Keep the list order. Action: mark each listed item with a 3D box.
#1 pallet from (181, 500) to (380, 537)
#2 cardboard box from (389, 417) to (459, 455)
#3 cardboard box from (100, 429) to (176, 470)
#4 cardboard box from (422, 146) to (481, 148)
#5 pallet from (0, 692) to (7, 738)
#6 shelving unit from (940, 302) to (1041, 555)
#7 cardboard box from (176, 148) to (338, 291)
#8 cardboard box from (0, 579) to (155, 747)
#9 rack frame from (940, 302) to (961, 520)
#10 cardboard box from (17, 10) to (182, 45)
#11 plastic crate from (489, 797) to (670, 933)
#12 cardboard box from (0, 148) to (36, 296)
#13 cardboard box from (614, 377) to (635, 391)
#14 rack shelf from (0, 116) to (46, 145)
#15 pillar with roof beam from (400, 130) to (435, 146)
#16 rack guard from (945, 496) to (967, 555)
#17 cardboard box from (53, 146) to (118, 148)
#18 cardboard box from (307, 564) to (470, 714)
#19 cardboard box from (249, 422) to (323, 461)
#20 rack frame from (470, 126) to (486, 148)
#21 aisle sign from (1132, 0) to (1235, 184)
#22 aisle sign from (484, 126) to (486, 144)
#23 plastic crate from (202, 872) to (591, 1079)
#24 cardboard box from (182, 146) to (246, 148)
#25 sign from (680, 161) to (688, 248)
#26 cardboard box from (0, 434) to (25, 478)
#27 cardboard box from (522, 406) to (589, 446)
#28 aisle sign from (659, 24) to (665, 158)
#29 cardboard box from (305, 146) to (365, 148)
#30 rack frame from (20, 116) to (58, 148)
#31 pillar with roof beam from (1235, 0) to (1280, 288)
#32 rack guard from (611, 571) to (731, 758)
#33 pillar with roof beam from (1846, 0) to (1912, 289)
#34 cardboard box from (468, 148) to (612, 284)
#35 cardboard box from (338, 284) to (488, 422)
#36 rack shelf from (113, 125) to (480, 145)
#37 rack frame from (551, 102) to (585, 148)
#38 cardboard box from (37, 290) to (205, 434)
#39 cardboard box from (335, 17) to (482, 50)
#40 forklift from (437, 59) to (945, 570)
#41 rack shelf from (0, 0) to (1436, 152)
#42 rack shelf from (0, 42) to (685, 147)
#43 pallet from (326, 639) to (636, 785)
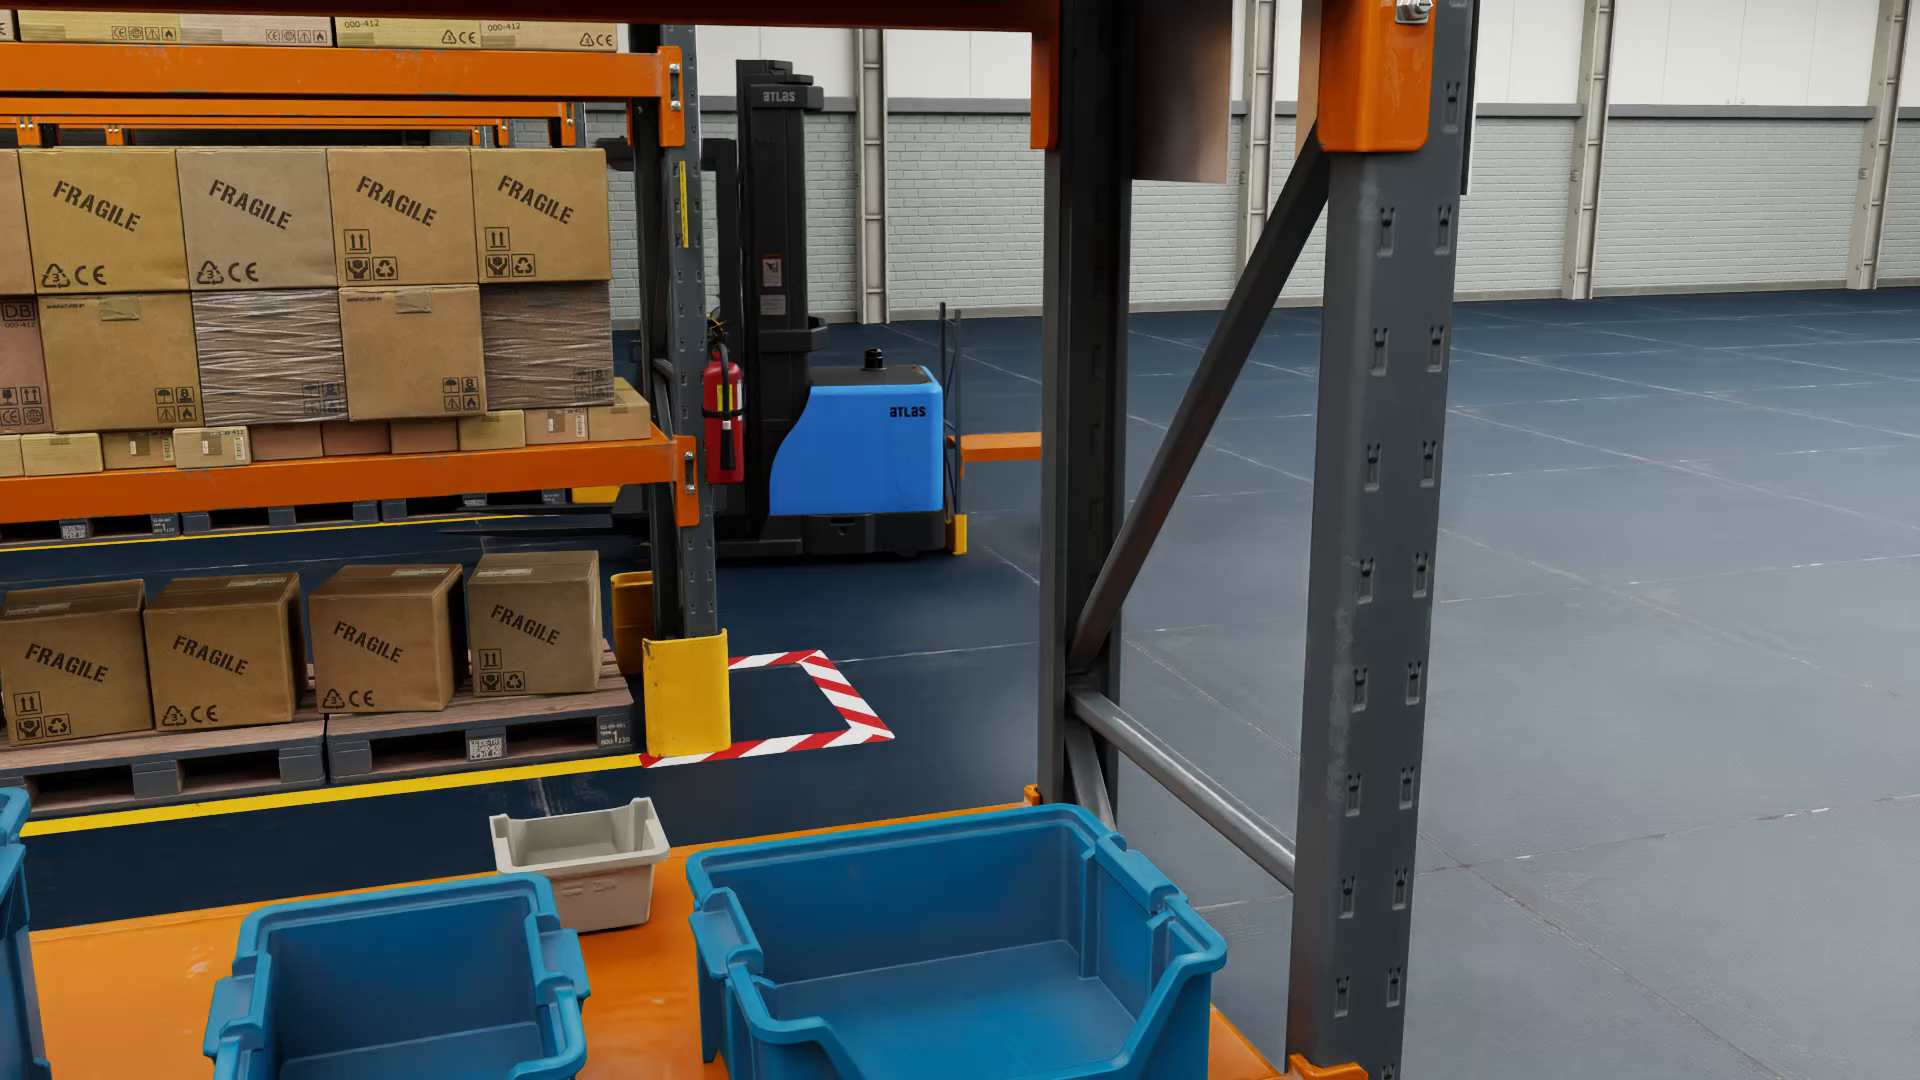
[{"bbox_3d":[-4.597,-0.275,11.343,1.213,0.211,1.003,-4,14,-18],"label":"pallet"},{"bbox_3d":[-2.128,-0.450,6.595,0.250,0.149,0.380,-4,14,-18],"label":"cardboard box"},{"bbox_3d":[-3.076,-0.376,6.285,0.250,0.149,0.380,-4,14,-18],"label":"cardboard box"},{"bbox_3d":[-4.799,-3.469,15.726,0.500,0.500,0.700,-5,14,-19],"label":"cardboard box"},{"bbox_3d":[-4.390,0.893,6.433,1.213,0.211,1.003,-4,14,-18],"label":"pallet"},{"bbox_3d":[0.427,-0.731,10.475,1.083,1.500,0.587,-3,14,-12],"label":"shelving unit"},{"bbox_3d":[-2.613,-1.212,6.237,0.500,0.500,0.500,-4,14,-18],"label":"cardboard box"},{"bbox_3d":[-3.520,0.478,6.647,0.500,0.500,0.500,-6,15,-23],"label":"cardboard box"},{"bbox_3d":[-0.060,-0.706,10.370,0.032,1.500,0.500,-3,14,-12],"label":"rack frame"},{"bbox_3d":[-3.036,-1.885,5.927,0.500,0.250,0.500,-5,14,-19],"label":"cardboard box"},{"bbox_3d":[-0.595,0.508,2.593,0.250,0.136,0.298,-4,14,-18],"label":"plastic crate"},{"bbox_3d":[-3.560,-1.138,5.924,0.500,0.500,0.500,-4,14,-18],"label":"cardboard box"},{"bbox_3d":[-1.570,-0.611,7.271,0.250,0.149,0.380,-4,14,-18],"label":"cardboard box"},{"bbox_3d":[-10.071,-3.542,14.122,4.000,0.370,1.077,-4,14,-18],"label":"rack shelf"},{"bbox_3d":[-5.546,-6.084,16.775,0.400,9.000,9.100,-4,14,-18],"label":"pillar with roof beam"},{"bbox_3d":[-0.059,-0.098,10.515,0.087,0.250,0.587,-3,14,-12],"label":"rack guard"},{"bbox_3d":[-7.690,-3.245,14.782,0.500,0.500,0.700,-5,14,-19],"label":"cardboard box"},{"bbox_3d":[-2.377,0.404,6.956,0.500,0.500,0.500,-1,13,-3],"label":"cardboard box"},{"bbox_3d":[-2.608,-0.417,6.458,0.250,0.149,0.380,-4,14,-18],"label":"cardboard box"},{"bbox_3d":[-5.971,-3.963,20.823,0.127,3.000,1.000,-4,14,-18],"label":"rack frame"},{"bbox_3d":[0.330,-0.950,2.535,0.004,0.787,0.394,-4,14,-18],"label":"aisle sign"},{"bbox_3d":[-5.816,-5.169,20.272,0.004,0.787,0.394,-4,14,-18],"label":"aisle sign"},{"bbox_3d":[-0.641,0.606,1.933,0.408,0.251,0.499,-4,14,-18],"label":"plastic crate"},{"bbox_3d":[-6.714,-3.309,15.051,0.500,0.500,0.700,-5,14,-19],"label":"cardboard box"},{"bbox_3d":[-1.066,-1.295,6.422,0.005,0.325,0.100,-4,14,-18],"label":"sign"},{"bbox_3d":[-3.539,-0.332,6.098,0.250,0.149,0.380,-4,14,-18],"label":"cardboard box"},{"bbox_3d":[-1.666,-0.495,6.784,0.250,0.149,0.380,-4,14,-18],"label":"cardboard box"},{"bbox_3d":[-1.261,-2.037,7.105,0.004,0.787,0.394,-4,14,-18],"label":"aisle sign"},{"bbox_3d":[-5.732,-3.373,15.323,0.500,0.500,0.700,-5,14,-19],"label":"cardboard box"},{"bbox_3d":[-8.176,-2.580,15.007,0.127,3.000,1.000,-4,14,-18],"label":"rack frame"},{"bbox_3d":[5.827,-6.970,20.498,0.400,9.000,9.100,-4,14,-18],"label":"pillar with roof beam"},{"bbox_3d":[-1.296,0.520,7.376,0.348,0.500,1.175,-4,14,-18],"label":"rack guard"},{"bbox_3d":[17.201,-7.855,24.221,0.400,9.000,9.100,-4,14,-18],"label":"pillar with roof beam"},{"bbox_3d":[-1.667,-1.287,6.550,0.500,0.500,0.500,-4,14,-18],"label":"cardboard box"},{"bbox_3d":[-2.190,-0.797,6.653,0.500,0.500,0.875,-4,14,-18],"label":"cardboard box"},{"bbox_3d":[-7.867,-4.925,19.939,4.000,0.370,1.077,-4,14,-18],"label":"rack shelf"},{"bbox_3d":[-2.710,-1.797,11.715,0.127,3.000,1.000,-4,14,-18],"label":"rack frame"},{"bbox_3d":[-3.155,-0.735,6.394,0.500,0.500,0.875,-4,14,-18],"label":"cardboard box"},{"bbox_3d":[-2.072,-1.959,6.239,0.500,0.250,0.500,-4,14,-18],"label":"cardboard box"},{"bbox_3d":[-1.643,-1.375,10.090,3.031,2.935,1.130,-2,13,-7],"label":"forklift"},{"bbox_3d":[-1.540,-0.577,1.659,4.000,0.370,1.077,-4,14,-18],"label":"rack shelf"},{"bbox_3d":[-3.120,-1.663,6.226,4.000,0.370,1.077,-4,14,-18],"label":"rack shelf"},{"bbox_3d":[-2.077,0.713,7.190,1.213,0.211,1.003,-4,14,-18],"label":"pallet"}]
